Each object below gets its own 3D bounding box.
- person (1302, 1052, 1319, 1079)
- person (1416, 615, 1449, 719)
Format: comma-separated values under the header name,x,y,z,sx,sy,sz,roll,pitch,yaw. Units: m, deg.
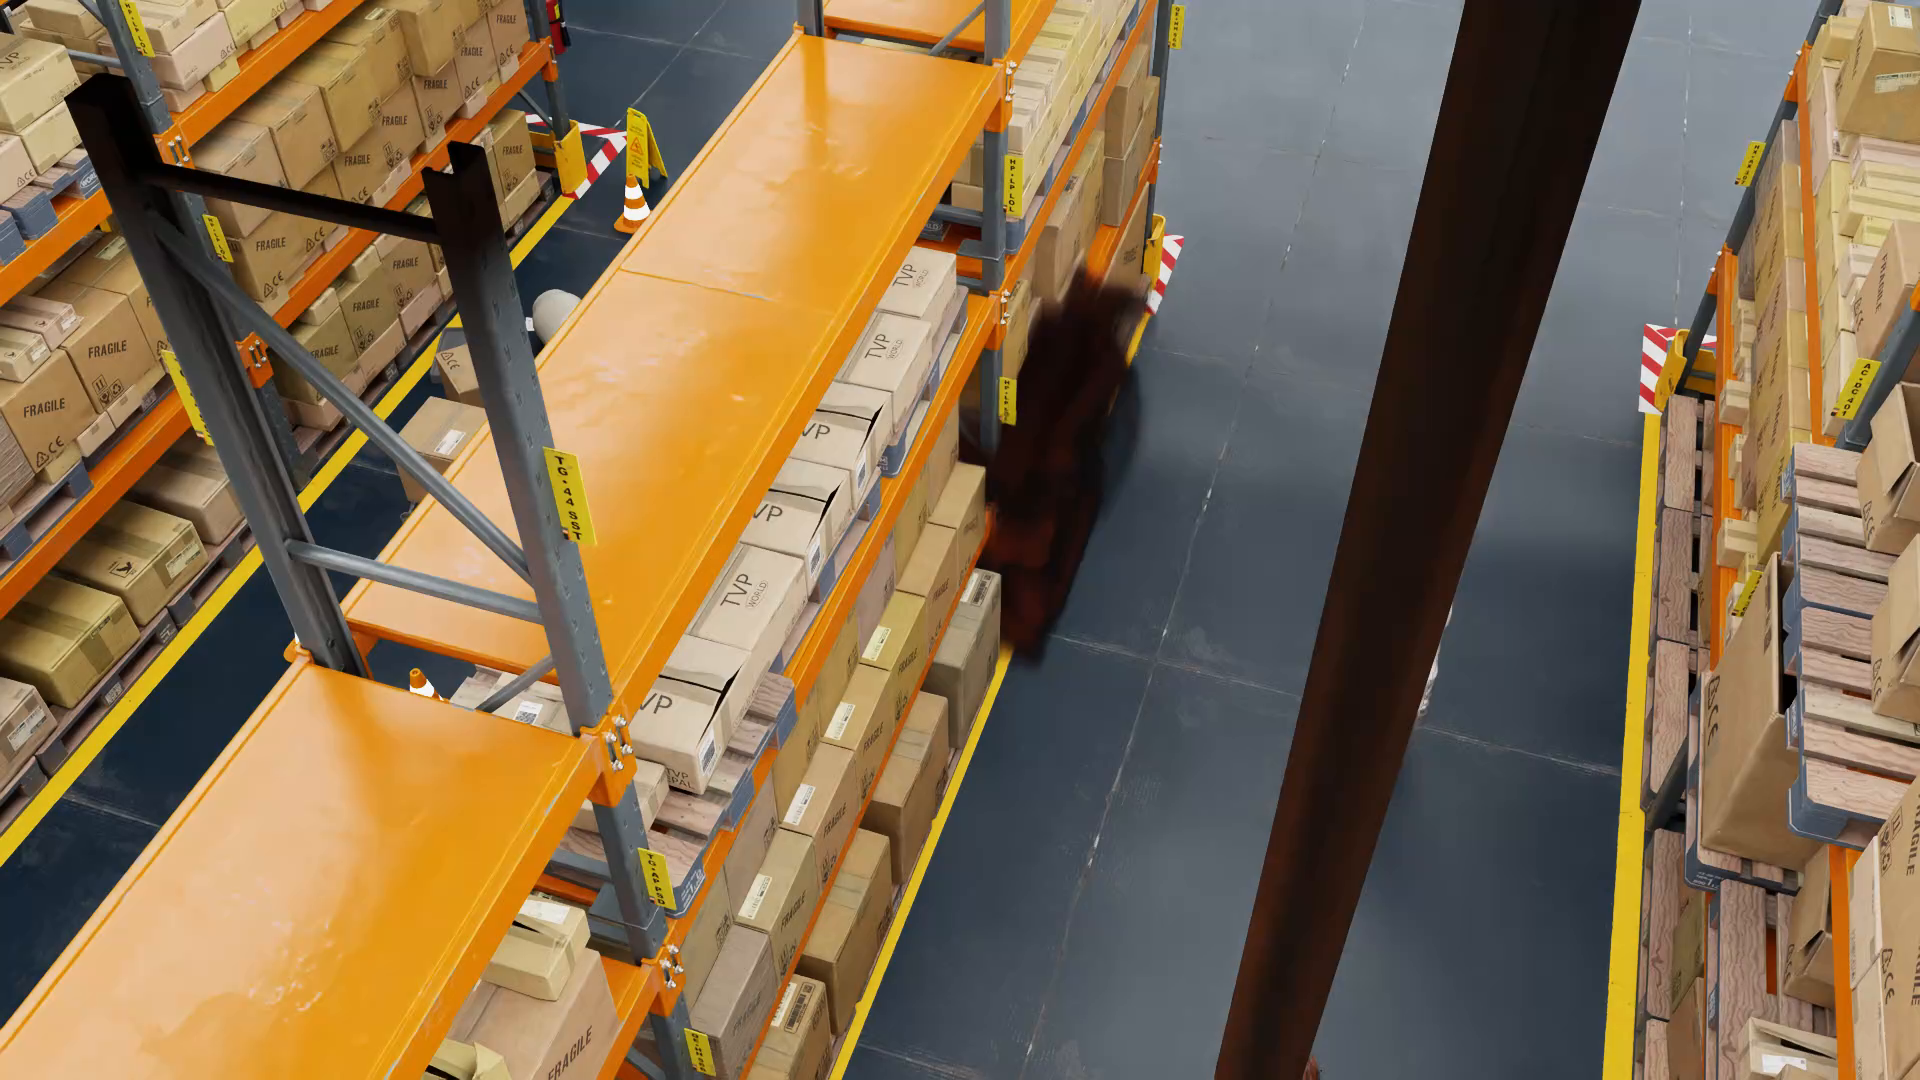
name,x,y,z,sx,sy,sz,roll,pitch,yaw
person,1.414,2.747,7.300,0.411,1.472,0.895,7,46,7
person,2.581,0.129,9.407,0.528,1.729,0.989,4,46,4
